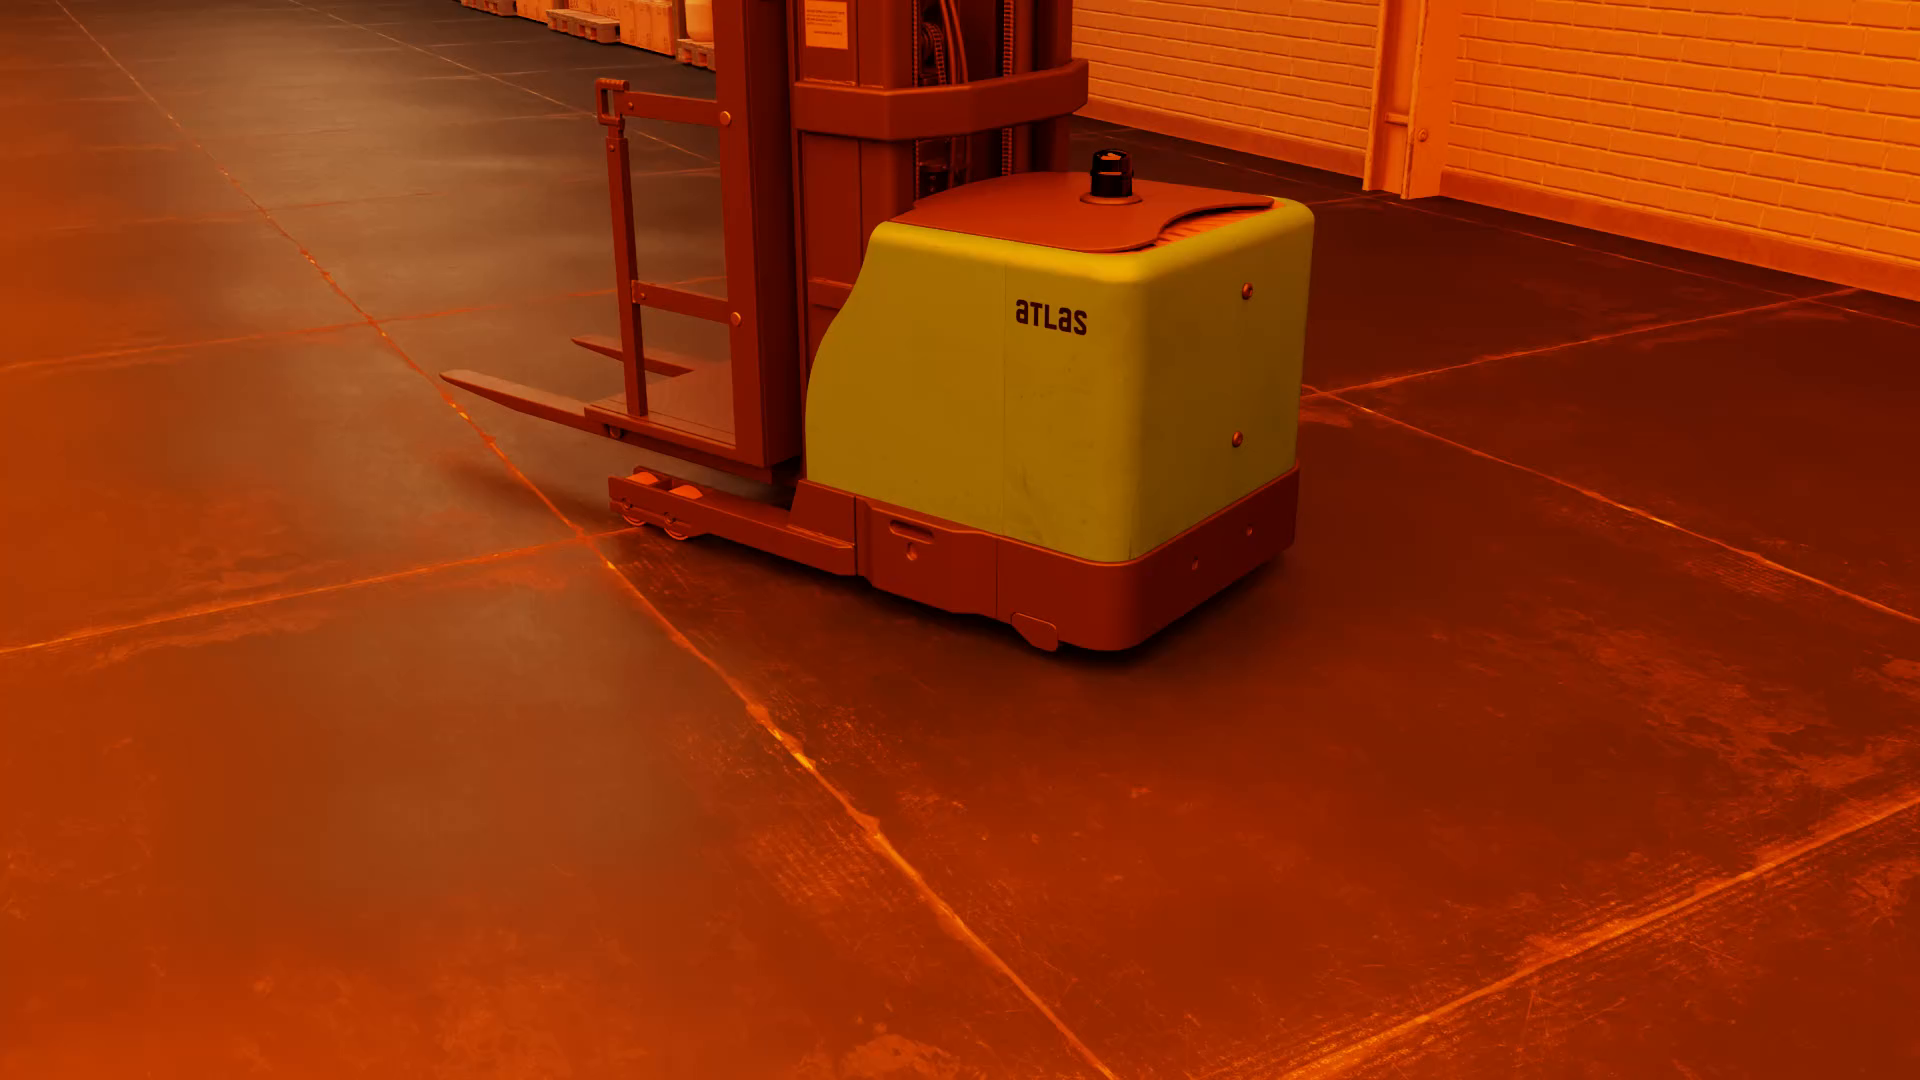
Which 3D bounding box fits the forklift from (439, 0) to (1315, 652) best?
[{"bbox_3d":[-0.481,-1.497,4.922,3.031,2.935,1.130,16,27,34],"label":"forklift"}]
